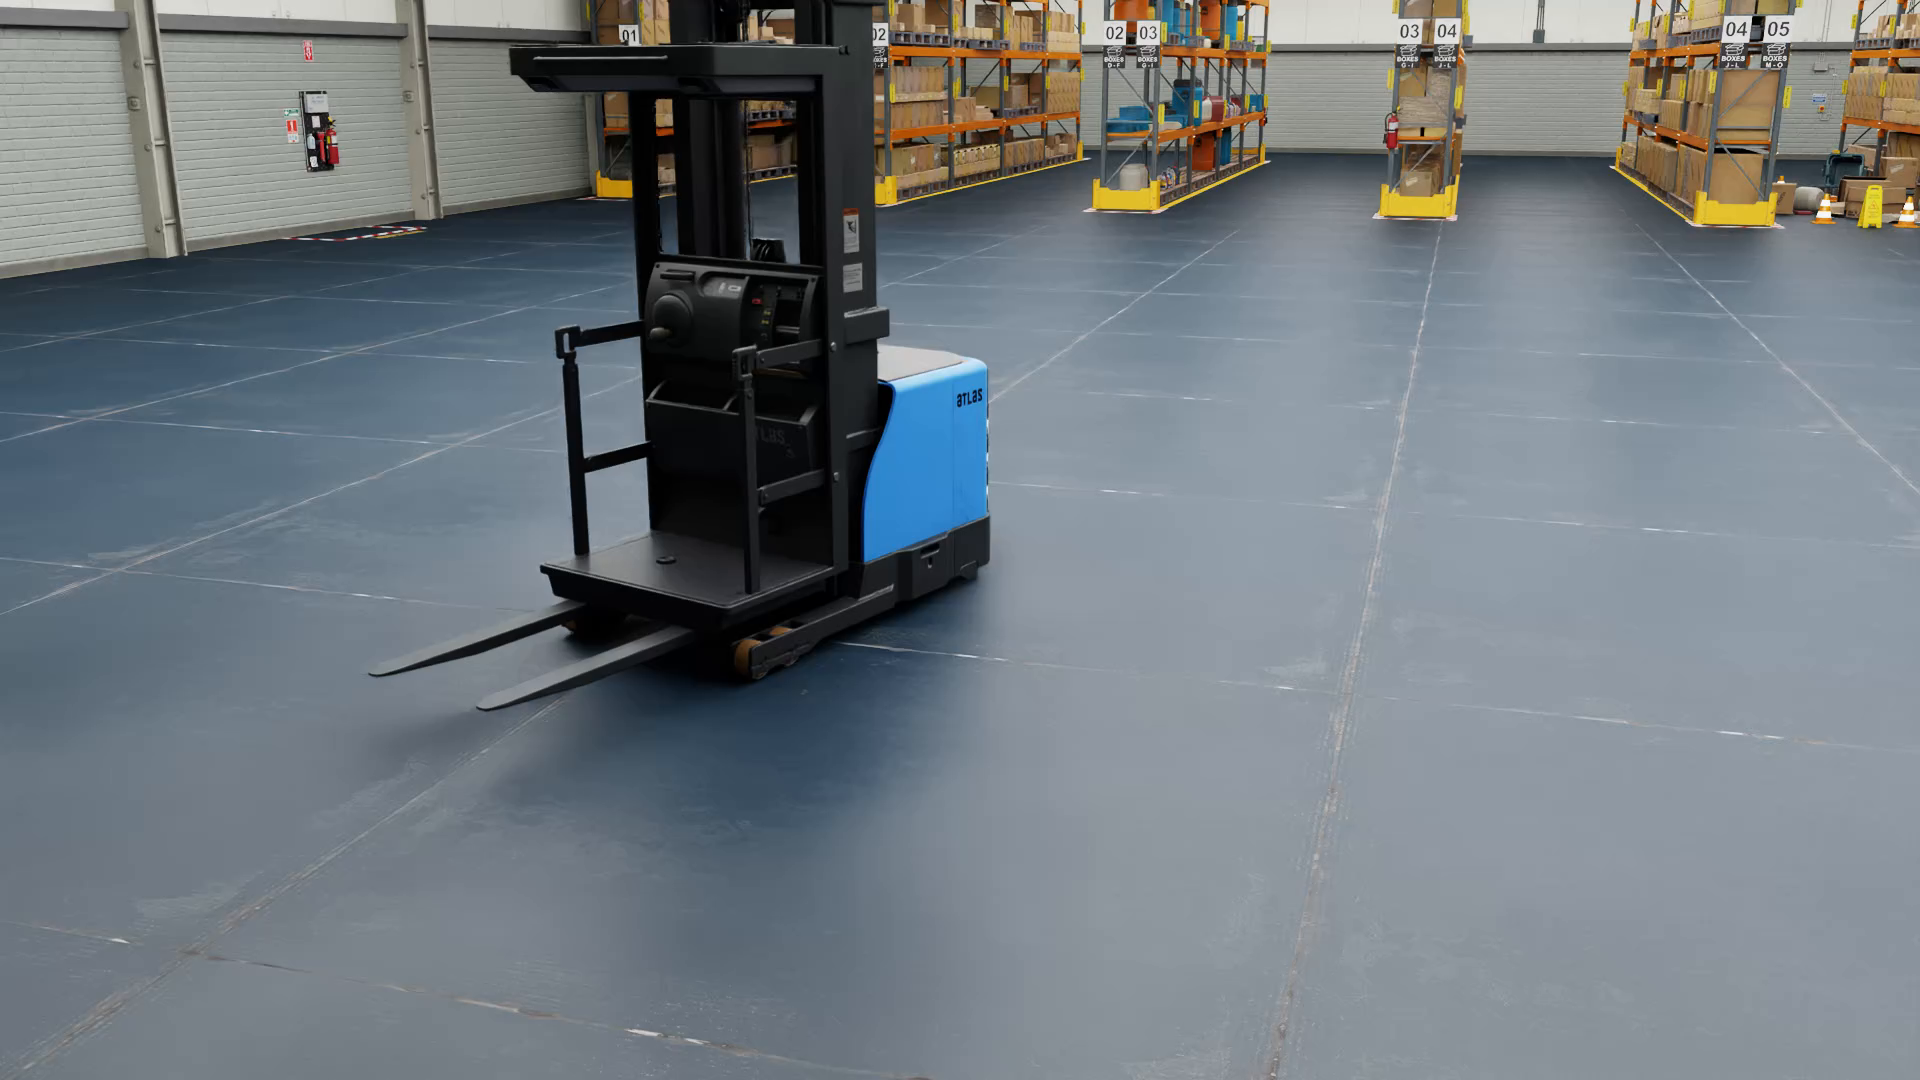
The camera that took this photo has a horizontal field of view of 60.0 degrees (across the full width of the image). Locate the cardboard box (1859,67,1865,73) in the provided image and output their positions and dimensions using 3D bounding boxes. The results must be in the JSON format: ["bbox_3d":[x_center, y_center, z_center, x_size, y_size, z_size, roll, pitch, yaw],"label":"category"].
[{"bbox_3d":[21.171,-10.941,38.703,0.380,0.149,0.250,4,16,14],"label":"cardboard box"}]

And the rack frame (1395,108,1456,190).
[{"bbox_3d":[8.873,-8.004,31.551,1.000,3.000,0.127,5,16,16],"label":"rack frame"}]

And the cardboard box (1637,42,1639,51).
[{"bbox_3d":[16.192,-11.598,39.001,0.500,0.250,0.500,5,16,16],"label":"cardboard box"}]

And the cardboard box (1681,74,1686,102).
[{"bbox_3d":[14.023,-8.519,31.352,0.700,0.500,0.500,5,17,16],"label":"cardboard box"}]

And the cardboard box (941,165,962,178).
[{"bbox_3d":[-0.272,-7.739,34.885,0.500,0.250,0.500,4,16,15],"label":"cardboard box"}]

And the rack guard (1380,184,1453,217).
[{"bbox_3d":[7.758,-5.775,28.273,1.175,0.500,0.348,5,16,16],"label":"rack guard"}]

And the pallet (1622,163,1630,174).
[{"bbox_3d":[16.375,-8.843,39.620,1.003,0.211,1.213,5,16,16],"label":"pallet"}]

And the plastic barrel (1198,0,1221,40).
[{"bbox_3d":[5.425,-11.435,36.592,0.600,0.830,0.708,5,16,16],"label":"plastic barrel"}]

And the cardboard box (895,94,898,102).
[{"bbox_3d":[-1.370,-8.242,31.019,0.380,0.149,0.250,4,16,14],"label":"cardboard box"}]

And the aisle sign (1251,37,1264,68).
[{"bbox_3d":[7.836,-12.774,43.605,0.394,0.787,0.004,5,16,16],"label":"aisle sign"}]

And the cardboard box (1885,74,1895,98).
[{"bbox_3d":[20.247,-9.765,35.743,0.500,0.500,0.500,5,17,17],"label":"cardboard box"}]

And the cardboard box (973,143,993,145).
[{"bbox_3d":[0.554,-9.092,39.160,0.500,0.500,0.500,5,17,18],"label":"cardboard box"}]

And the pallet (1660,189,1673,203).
[{"bbox_3d":[13.747,-6.459,31.215,1.003,0.211,1.213,5,16,16],"label":"pallet"}]

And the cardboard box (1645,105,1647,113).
[{"bbox_3d":[14.655,-9.082,35.044,0.380,0.149,0.250,4,16,15],"label":"cardboard box"}]

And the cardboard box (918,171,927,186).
[{"bbox_3d":[-0.967,-7.121,32.708,0.500,0.250,0.500,5,16,16],"label":"cardboard box"}]

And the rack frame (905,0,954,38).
[{"bbox_3d":[-0.624,-11.659,33.444,1.000,3.000,0.127,5,16,16],"label":"rack frame"}]

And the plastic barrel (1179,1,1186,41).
[{"bbox_3d":[4.247,-10.393,33.559,0.600,0.901,0.600,0,16,0],"label":"plastic barrel"}]

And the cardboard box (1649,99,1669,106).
[{"bbox_3d":[14.440,-9.028,34.308,0.380,0.149,0.250,5,17,17],"label":"cardboard box"}]

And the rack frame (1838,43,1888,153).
[{"bbox_3d":[21.785,-10.375,39.910,1.000,3.000,0.127,5,16,16],"label":"rack frame"}]

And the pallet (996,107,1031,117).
[{"bbox_3d":[1.061,-10.236,39.774,1.003,0.211,1.213,5,16,16],"label":"pallet"}]

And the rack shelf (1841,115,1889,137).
[{"bbox_3d":[21.216,-9.506,38.164,1.077,0.370,4.000,5,16,16],"label":"rack shelf"}]

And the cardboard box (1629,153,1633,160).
[{"bbox_3d":[15.782,-8.910,38.655,0.380,0.149,0.250,4,16,14],"label":"cardboard box"}]

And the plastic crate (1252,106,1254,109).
[{"bbox_3d":[7.380,-11.127,42.937,0.396,0.136,0.243,5,16,16],"label":"plastic crate"}]

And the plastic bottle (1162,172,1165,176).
[{"bbox_3d":[3.919,-6.933,31.948,0.061,0.283,0.133,5,16,16],"label":"plastic bottle"}]

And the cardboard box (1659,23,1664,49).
[{"bbox_3d":[14.785,-10.431,34.429,0.500,0.500,0.500,5,16,16],"label":"cardboard box"}]

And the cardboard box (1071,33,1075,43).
[{"bbox_3d":[2.743,-13.239,43.870,0.500,0.250,0.500,5,16,16],"label":"cardboard box"}]

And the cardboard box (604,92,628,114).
[{"bbox_3d":[-6.581,-8.548,32.333,0.500,0.500,0.500,4,16,15],"label":"cardboard box"}]

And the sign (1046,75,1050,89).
[{"bbox_3d":[2.183,-11.381,41.336,0.100,0.325,0.005,5,16,16],"label":"sign"}]

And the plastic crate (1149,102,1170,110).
[{"bbox_3d":[3.968,-8.569,33.427,0.402,0.464,0.583,5,16,16],"label":"plastic crate"}]

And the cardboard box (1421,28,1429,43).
[{"bbox_3d":[7.630,-8.474,27.987,0.500,0.250,0.500,5,17,17],"label":"cardboard box"}]

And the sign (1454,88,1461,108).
[{"bbox_3d":[8.257,-7.332,27.595,0.100,0.325,0.005,5,16,16],"label":"sign"}]

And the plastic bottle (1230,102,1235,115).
[{"bbox_3d":[6.398,-10.143,39.183,0.144,0.351,0.185,5,16,16],"label":"plastic bottle"}]

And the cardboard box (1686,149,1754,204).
[{"bbox_3d":[12.840,-6.139,28.101,0.875,0.875,0.875,4,16,15],"label":"cardboard box"}]

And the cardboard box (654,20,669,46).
[{"bbox_3d":[-5.989,-9.816,32.224,0.500,0.500,0.500,6,17,20],"label":"cardboard box"}]

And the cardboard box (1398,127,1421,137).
[{"bbox_3d":[7.619,-6.927,28.215,0.380,0.149,0.250,5,16,16],"label":"cardboard box"}]

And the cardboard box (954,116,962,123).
[{"bbox_3d":[-0.176,-8.868,35.059,0.380,0.149,0.250,5,16,16],"label":"cardboard box"}]

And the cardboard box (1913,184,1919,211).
[{"bbox_3d":[16.765,-5.859,28.566,0.500,0.500,0.500,-10,19,-32],"label":"cardboard box"}]

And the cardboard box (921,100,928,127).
[{"bbox_3d":[-1.034,-8.435,32.888,0.700,0.500,0.500,5,17,17],"label":"cardboard box"}]

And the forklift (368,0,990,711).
[{"bbox_3d":[-1.100,-0.985,6.933,1.130,2.935,3.031,11,19,33],"label":"forklift"}]

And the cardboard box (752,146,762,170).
[{"bbox_3d":[-4.899,-8.629,37.528,0.700,0.500,0.500,5,17,17],"label":"cardboard box"}]

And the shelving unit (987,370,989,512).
[{"bbox_3d":[0.002,-0.435,8.714,0.258,0.900,0.210,5,16,16],"label":"shelving unit"}]

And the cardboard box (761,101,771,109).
[{"bbox_3d":[-4.694,-10.011,37.638,0.700,0.500,0.500,5,16,16],"label":"cardboard box"}]

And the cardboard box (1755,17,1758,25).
[{"bbox_3d":[13.083,-8.382,26.895,0.380,0.149,0.250,5,17,16],"label":"cardboard box"}]

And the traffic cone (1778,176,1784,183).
[{"bbox_3d":[15.429,-6.606,31.272,0.336,0.463,0.334,5,16,16],"label":"traffic cone"}]

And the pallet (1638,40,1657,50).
[{"bbox_3d":[15.596,-10.885,36.557,1.213,0.211,1.003,5,16,16],"label":"pallet"}]

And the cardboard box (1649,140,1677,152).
[{"bbox_3d":[14.679,-8.199,34.675,0.500,0.250,0.500,4,16,15],"label":"cardboard box"}]

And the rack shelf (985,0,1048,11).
[{"bbox_3d":[1.081,-12.691,39.131,1.077,0.370,4.000,5,16,16],"label":"rack shelf"}]

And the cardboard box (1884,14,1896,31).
[{"bbox_3d":[21.000,-11.427,36.979,0.797,0.503,0.637,6,17,20],"label":"cardboard box"}]

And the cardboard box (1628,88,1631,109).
[{"bbox_3d":[16.490,-10.686,40.277,0.500,0.500,0.500,5,16,16],"label":"cardboard box"}]

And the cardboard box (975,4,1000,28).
[{"bbox_3d":[0.643,-11.905,37.794,0.500,0.500,0.500,5,16,16],"label":"cardboard box"}]

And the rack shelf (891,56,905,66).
[{"bbox_3d":[-2.532,-12.870,44.527,1.077,0.370,4.000,5,16,16],"label":"rack shelf"}]

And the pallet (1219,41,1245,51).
[{"bbox_3d":[5.949,-11.324,38.104,1.003,0.211,1.213,5,16,16],"label":"pallet"}]

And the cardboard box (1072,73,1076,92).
[{"bbox_3d":[2.781,-12.172,44.230,0.500,0.500,0.500,5,17,17],"label":"cardboard box"}]

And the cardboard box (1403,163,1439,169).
[{"bbox_3d":[8.565,-6.751,30.947,0.500,0.500,0.500,11,19,33],"label":"cardboard box"}]

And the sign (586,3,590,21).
[{"bbox_3d":[-7.037,-10.027,31.564,0.100,0.325,0.005,5,16,16],"label":"sign"}]

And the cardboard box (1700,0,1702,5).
[{"bbox_3d":[12.955,-9.280,28.601,0.380,0.149,0.250,4,16,15],"label":"cardboard box"}]
